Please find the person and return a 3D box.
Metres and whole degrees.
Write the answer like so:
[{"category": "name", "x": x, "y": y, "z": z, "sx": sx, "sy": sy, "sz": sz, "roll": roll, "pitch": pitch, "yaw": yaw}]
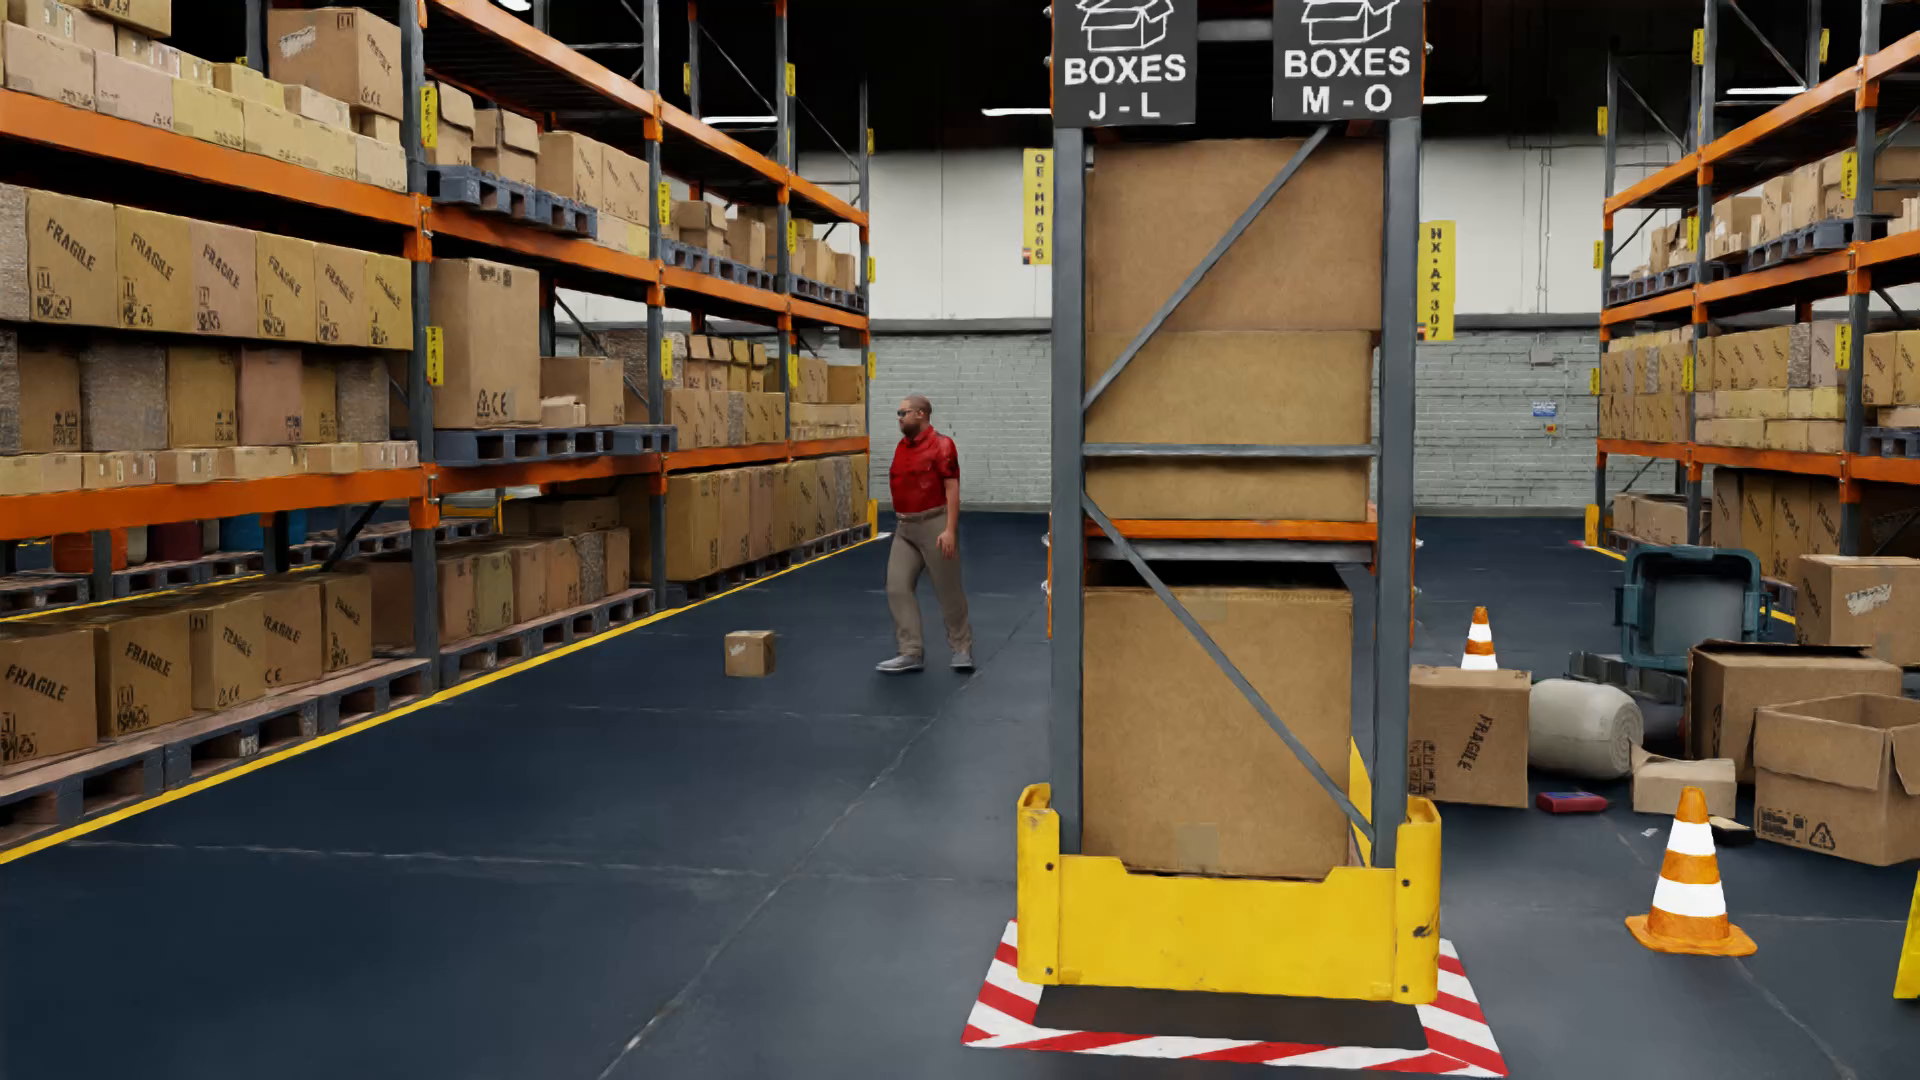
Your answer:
[{"category": "person", "x": -0.207, "y": -0.046, "z": 10.353, "sx": 0.557, "sy": 1.719, "sz": 0.592, "roll": 4, "pitch": 6, "yaw": 44}]
